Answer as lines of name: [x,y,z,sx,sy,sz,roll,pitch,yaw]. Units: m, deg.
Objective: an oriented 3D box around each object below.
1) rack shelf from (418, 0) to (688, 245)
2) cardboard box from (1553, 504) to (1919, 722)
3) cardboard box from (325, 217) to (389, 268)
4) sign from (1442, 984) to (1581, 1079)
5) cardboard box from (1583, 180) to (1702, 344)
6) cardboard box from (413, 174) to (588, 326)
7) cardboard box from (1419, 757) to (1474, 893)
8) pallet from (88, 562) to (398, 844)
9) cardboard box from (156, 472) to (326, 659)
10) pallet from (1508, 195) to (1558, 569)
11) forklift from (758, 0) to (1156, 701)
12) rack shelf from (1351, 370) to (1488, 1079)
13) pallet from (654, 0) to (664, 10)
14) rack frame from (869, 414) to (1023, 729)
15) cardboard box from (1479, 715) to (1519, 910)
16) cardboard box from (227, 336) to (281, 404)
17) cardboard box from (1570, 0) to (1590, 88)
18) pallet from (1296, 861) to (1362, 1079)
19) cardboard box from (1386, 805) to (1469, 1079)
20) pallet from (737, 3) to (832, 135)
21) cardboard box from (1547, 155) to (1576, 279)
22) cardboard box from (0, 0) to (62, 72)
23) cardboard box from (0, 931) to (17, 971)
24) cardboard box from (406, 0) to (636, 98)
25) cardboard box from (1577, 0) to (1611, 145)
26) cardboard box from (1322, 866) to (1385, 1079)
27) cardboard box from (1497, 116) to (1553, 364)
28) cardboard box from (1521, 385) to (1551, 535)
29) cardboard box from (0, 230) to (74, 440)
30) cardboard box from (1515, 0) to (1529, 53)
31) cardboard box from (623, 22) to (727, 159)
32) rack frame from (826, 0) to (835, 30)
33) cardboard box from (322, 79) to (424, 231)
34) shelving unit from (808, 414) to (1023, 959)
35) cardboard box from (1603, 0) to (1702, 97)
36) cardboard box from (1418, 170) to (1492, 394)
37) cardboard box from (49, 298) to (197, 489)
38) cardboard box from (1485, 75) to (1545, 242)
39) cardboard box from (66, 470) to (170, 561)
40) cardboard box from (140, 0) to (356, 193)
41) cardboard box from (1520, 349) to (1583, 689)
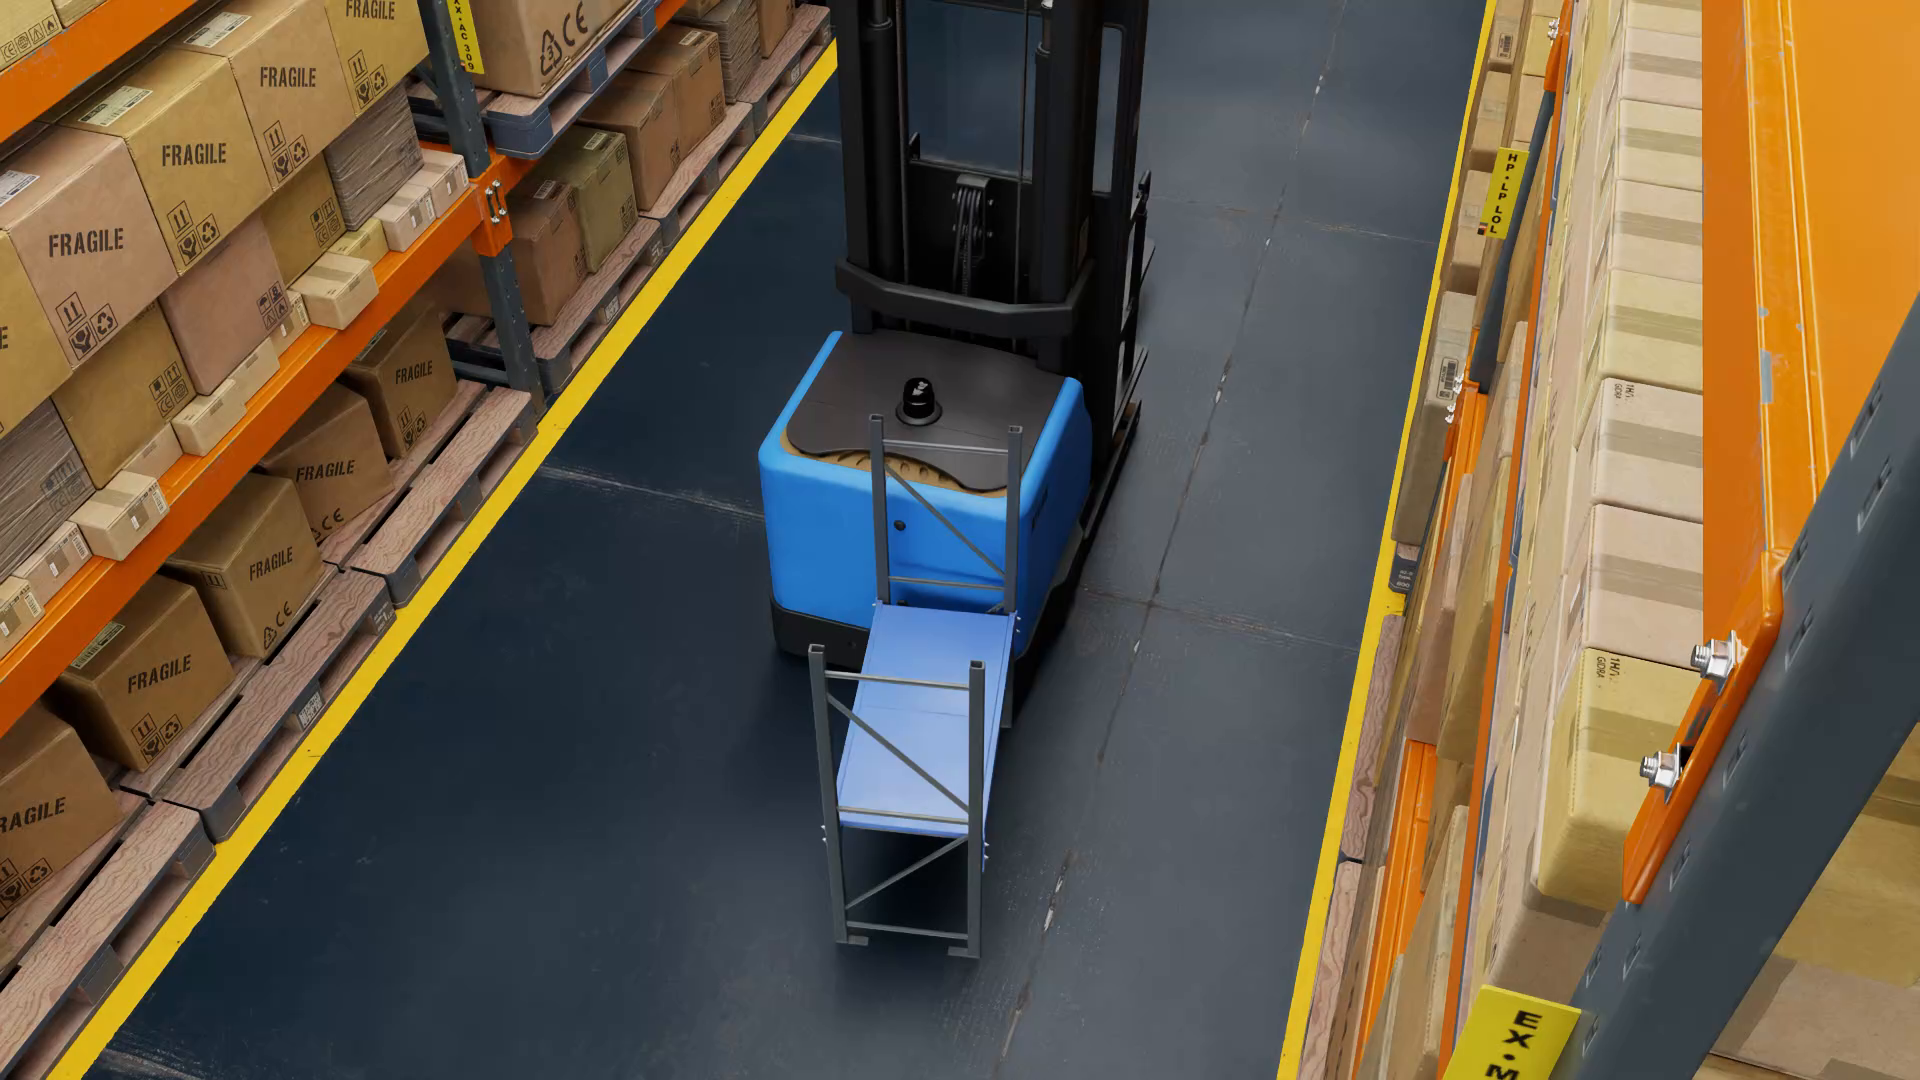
rack shelf: [-1.814,-2.818,8.398,1.077,0.370,4.000,13,46,13]
cardboard box: [0.922,0.127,1.968,0.380,0.149,0.250,13,46,13]
cardboard box: [-2.422,-1.128,6.336,0.380,0.149,0.250,13,46,13]
sign: [0.553,0.558,1.713,0.100,0.325,0.005,13,46,13]
cardboard box: [1.153,-0.383,2.489,0.380,0.149,0.250,13,46,13]
cardboard box: [-2.213,-1.410,7.918,0.700,0.500,0.500,9,45,9]
cardboard box: [1.691,0.652,4.231,0.875,0.550,0.500,13,46,13]
pallet: [-2.957,0.526,6.460,1.003,0.211,1.213,13,46,13]
cardboard box: [-2.858,0.074,6.416,0.500,0.500,0.500,9,45,9]
pallet: [1.648,-0.310,3.240,1.003,0.211,1.213,13,46,13]
forklift: [0.194,-1.467,6.552,1.130,2.935,3.031,13,46,13]
rack shelf: [1.672,0.967,4.531,1.077,0.370,4.000,13,46,13]
pallet: [-1.768,-3.011,8.219,1.003,0.211,1.213,13,46,13]
rack frame: [-0.047,0.158,5.915,0.500,1.500,0.032,5,45,5]
cardboard box: [0.921,0.413,2.245,0.380,0.149,0.250,13,46,13]
cardboard box: [-2.630,-0.624,5.821,0.380,0.149,0.250,13,46,13]
cardboard box: [1.613,-1.115,3.807,0.380,0.149,0.250,12,46,12]
pallet: [1.605,1.679,5.282,1.003,0.211,1.213,13,46,13]
cardboard box: [1.294,0.978,3.126,0.875,0.550,0.550,13,46,13]
pallet: [-1.446,-2.891,9.952,1.003,0.211,1.213,13,46,13]
cardboard box: [1.382,-0.607,3.288,0.380,0.149,0.250,13,46,13]
cardboard box: [-2.781,-1.383,4.380,0.500,0.250,0.500,14,46,14]
cardboard box: [-3.425,1.255,5.208,0.500,0.500,0.500,21,48,20]
cardboard box: [-2.045,-2.606,6.938,1.000,1.000,1.000,13,46,13]
cardboard box: [1.559,-0.995,3.399,0.500,0.250,0.500,12,46,12]
cardboard box: [1.473,1.599,4.589,0.875,0.875,0.875,12,46,12]
cardboard box: [2.133,-0.825,4.968,0.875,0.550,0.550,13,46,13]
cardboard box: [1.152,-0.098,2.767,0.380,0.149,0.250,12,46,12]
cardboard box: [-2.896,-0.549,4.566,0.500,0.500,0.500,13,46,13]
cardboard box: [2.791,-2.408,7.394,0.500,0.500,0.500,13,46,12]
cardboard box: [-1.713,-2.469,9.000,0.700,0.500,0.500,16,47,16]
rack frame: [-1.208,-4.408,9.509,1.000,3.000,0.127,13,46,13]
cardboard box: [-2.614,-1.597,6.352,0.875,0.500,0.500,13,46,13]
shelving unit: [-0.113,0.511,5.555,0.538,1.500,1.048,5,45,5]
cardboard box: [1.382,-0.892,3.009,0.380,0.149,0.250,12,46,12]
cardboard box: [2.675,-1.045,7.380,1.050,0.750,0.750,13,46,12]
cardboard box: [-3.046,-0.592,5.325,0.875,0.500,0.500,13,46,13]
cardboard box: [2.334,-1.401,6.364,0.500,0.500,0.500,12,46,12]
cardboard box: [-2.770,-0.104,5.291,0.380,0.149,0.250,13,46,13]
cardboard box: [-2.443,-1.549,5.588,0.500,0.500,0.500,13,46,13]
cardboard box: [1.100,0.013,2.369,0.500,0.250,0.500,13,46,13]
